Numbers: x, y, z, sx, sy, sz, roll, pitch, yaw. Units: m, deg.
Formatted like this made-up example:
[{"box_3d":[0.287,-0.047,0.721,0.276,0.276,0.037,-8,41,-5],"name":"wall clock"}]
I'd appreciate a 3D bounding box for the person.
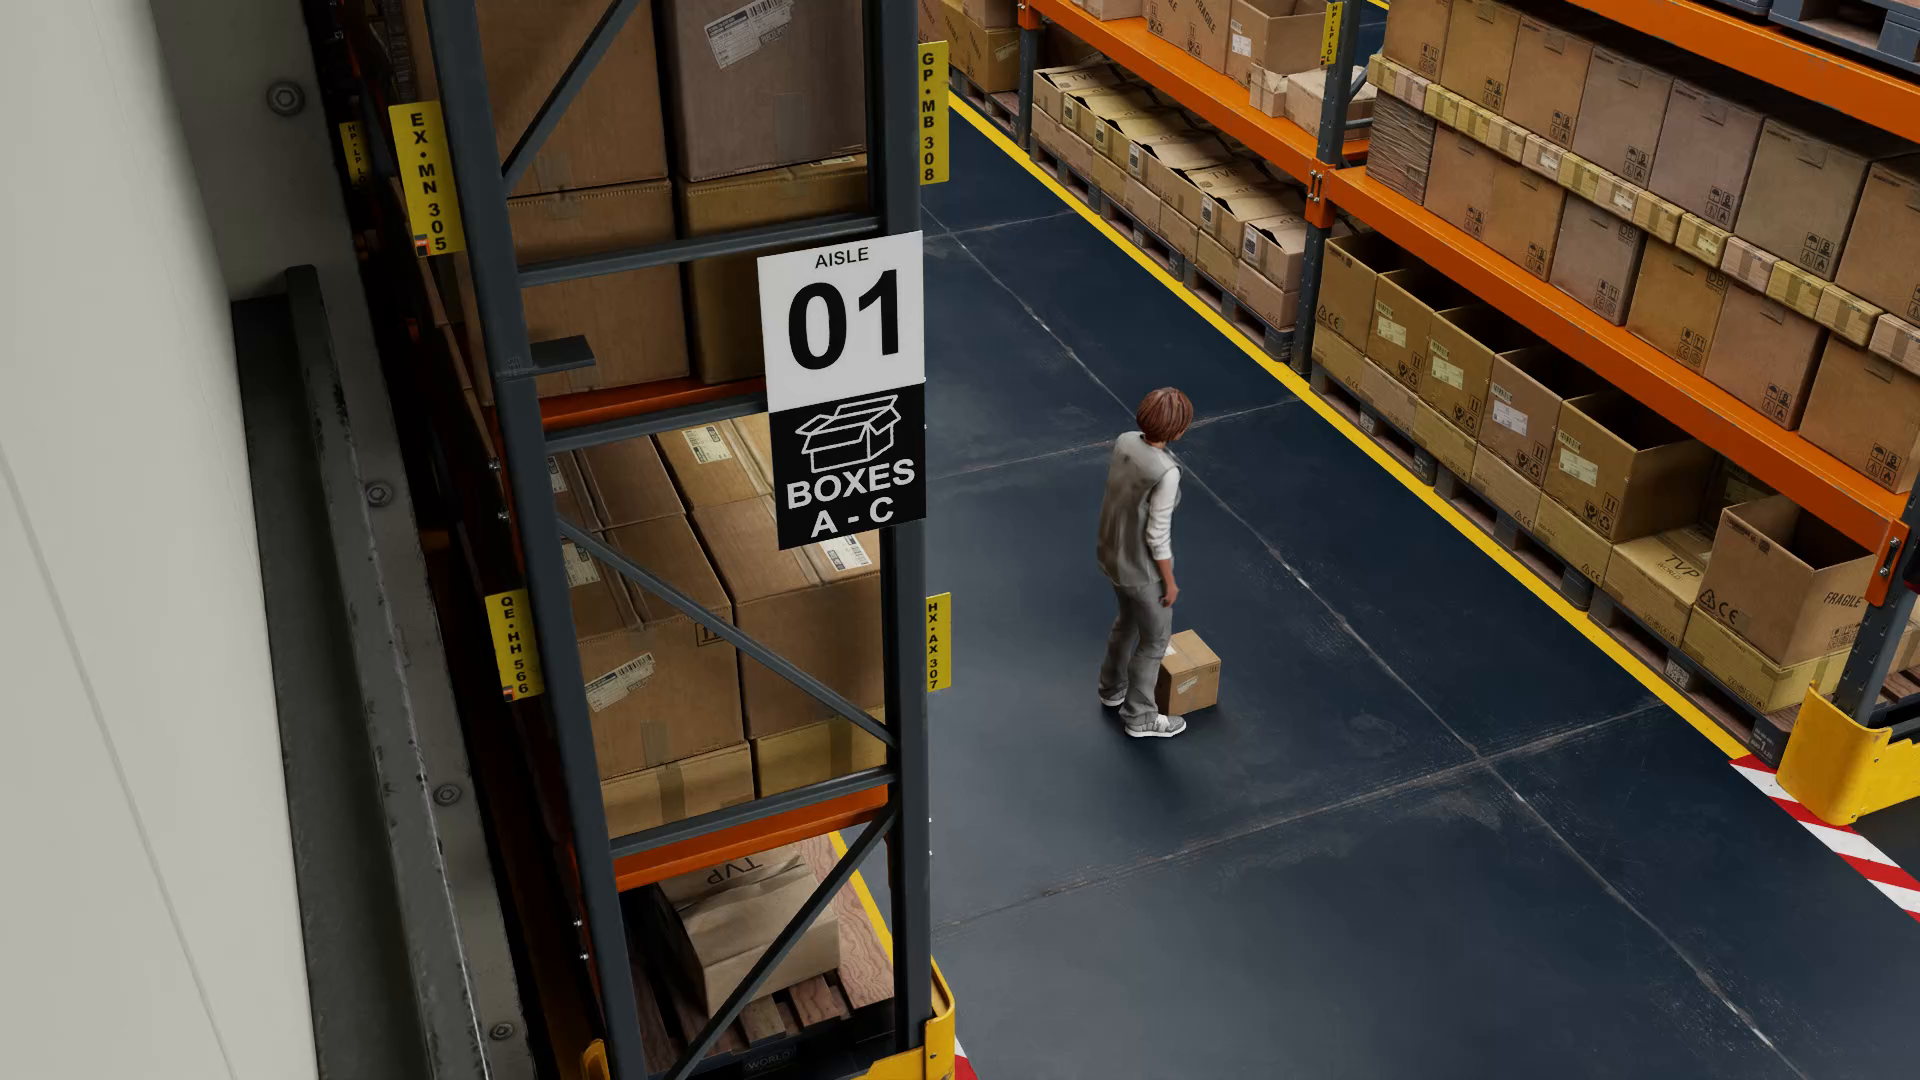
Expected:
[{"box_3d":[0.755,0.098,6.918,0.347,1.591,0.459,-13,36,-19],"name":"person"}]
